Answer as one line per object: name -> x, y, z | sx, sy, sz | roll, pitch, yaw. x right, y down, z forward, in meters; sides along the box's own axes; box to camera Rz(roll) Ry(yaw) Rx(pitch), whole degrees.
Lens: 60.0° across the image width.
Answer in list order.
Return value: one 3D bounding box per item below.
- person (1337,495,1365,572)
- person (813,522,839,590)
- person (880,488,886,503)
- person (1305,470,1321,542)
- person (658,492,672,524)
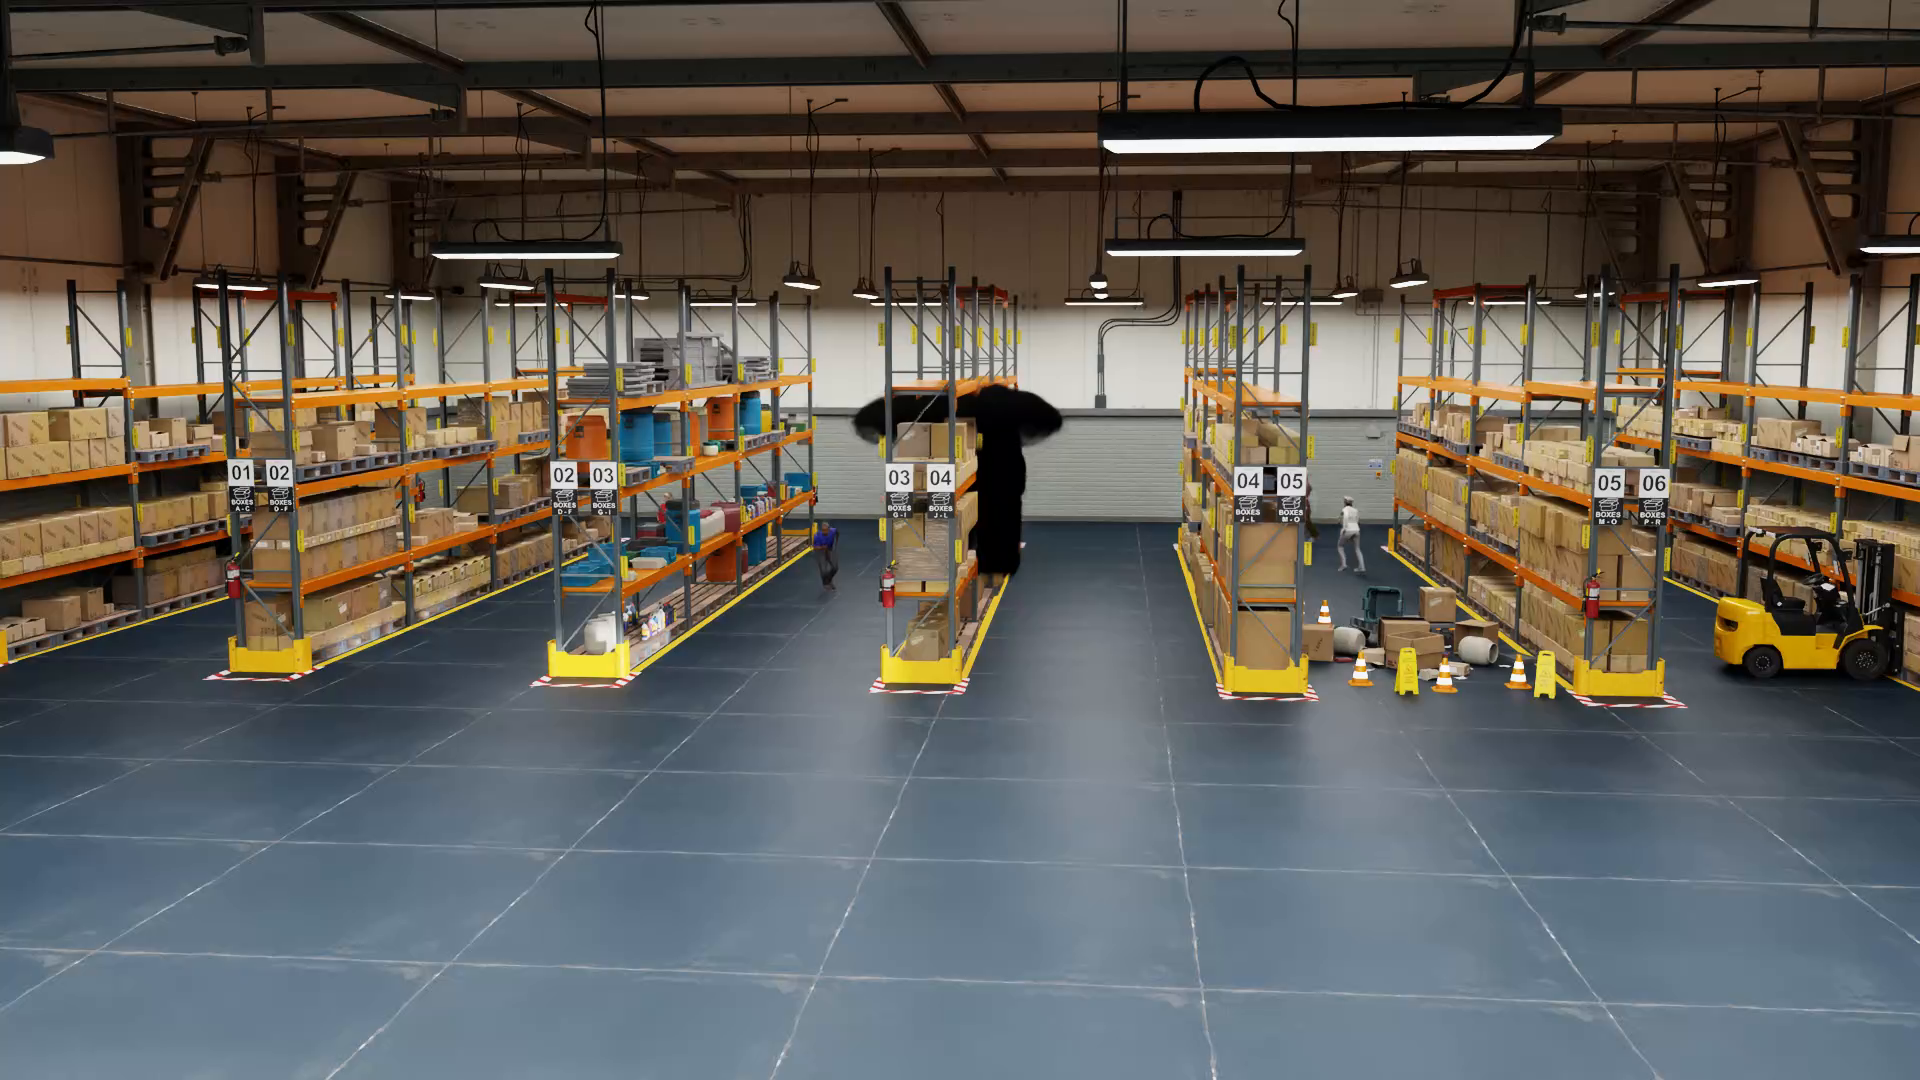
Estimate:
person -> 8.344, -0.111, 35.531 | 0.595, 1.646, 0.931 | -3, 7, -20
person -> -2.544, 0.303, 31.742 | 0.584, 1.370, 0.954 | -2, 7, -16
person -> -1.544, -0.955, 42.527 | 0.853, 1.633, 0.693 | -4, 8, -33
person -> 8.333, -0.788, 40.393 | 0.832, 1.845, 0.690 | 0, 7, -2
person -> -6.237, -0.160, 35.565 | 0.648, 1.729, 0.693 | 2, 7, 14
